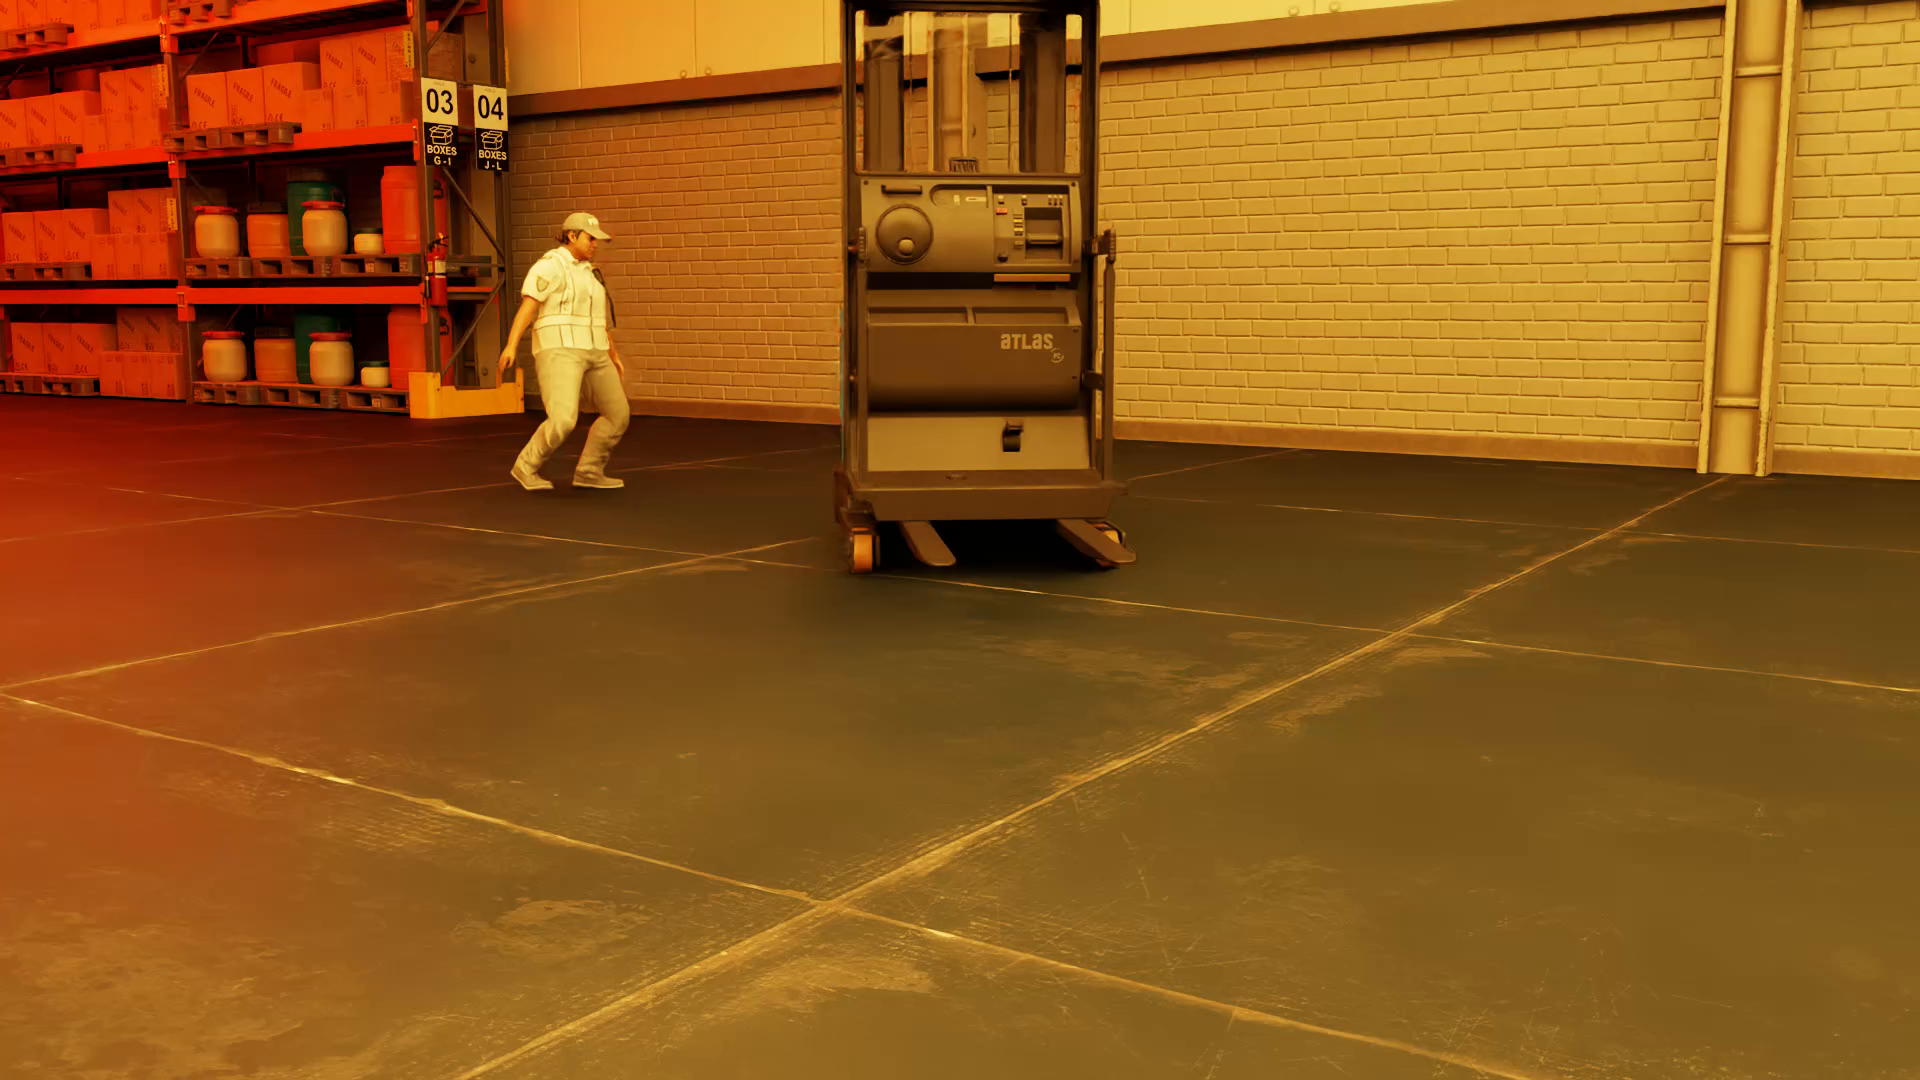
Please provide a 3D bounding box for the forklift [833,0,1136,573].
[{"bbox_3d":[0.073,-1.366,6.797,1.130,2.935,3.031,-1,8,-6],"label":"forklift"}]

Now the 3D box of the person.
[{"bbox_3d":[-2.231,-1.047,9.394,0.484,1.588,0.834,5,10,32],"label":"person"}]
